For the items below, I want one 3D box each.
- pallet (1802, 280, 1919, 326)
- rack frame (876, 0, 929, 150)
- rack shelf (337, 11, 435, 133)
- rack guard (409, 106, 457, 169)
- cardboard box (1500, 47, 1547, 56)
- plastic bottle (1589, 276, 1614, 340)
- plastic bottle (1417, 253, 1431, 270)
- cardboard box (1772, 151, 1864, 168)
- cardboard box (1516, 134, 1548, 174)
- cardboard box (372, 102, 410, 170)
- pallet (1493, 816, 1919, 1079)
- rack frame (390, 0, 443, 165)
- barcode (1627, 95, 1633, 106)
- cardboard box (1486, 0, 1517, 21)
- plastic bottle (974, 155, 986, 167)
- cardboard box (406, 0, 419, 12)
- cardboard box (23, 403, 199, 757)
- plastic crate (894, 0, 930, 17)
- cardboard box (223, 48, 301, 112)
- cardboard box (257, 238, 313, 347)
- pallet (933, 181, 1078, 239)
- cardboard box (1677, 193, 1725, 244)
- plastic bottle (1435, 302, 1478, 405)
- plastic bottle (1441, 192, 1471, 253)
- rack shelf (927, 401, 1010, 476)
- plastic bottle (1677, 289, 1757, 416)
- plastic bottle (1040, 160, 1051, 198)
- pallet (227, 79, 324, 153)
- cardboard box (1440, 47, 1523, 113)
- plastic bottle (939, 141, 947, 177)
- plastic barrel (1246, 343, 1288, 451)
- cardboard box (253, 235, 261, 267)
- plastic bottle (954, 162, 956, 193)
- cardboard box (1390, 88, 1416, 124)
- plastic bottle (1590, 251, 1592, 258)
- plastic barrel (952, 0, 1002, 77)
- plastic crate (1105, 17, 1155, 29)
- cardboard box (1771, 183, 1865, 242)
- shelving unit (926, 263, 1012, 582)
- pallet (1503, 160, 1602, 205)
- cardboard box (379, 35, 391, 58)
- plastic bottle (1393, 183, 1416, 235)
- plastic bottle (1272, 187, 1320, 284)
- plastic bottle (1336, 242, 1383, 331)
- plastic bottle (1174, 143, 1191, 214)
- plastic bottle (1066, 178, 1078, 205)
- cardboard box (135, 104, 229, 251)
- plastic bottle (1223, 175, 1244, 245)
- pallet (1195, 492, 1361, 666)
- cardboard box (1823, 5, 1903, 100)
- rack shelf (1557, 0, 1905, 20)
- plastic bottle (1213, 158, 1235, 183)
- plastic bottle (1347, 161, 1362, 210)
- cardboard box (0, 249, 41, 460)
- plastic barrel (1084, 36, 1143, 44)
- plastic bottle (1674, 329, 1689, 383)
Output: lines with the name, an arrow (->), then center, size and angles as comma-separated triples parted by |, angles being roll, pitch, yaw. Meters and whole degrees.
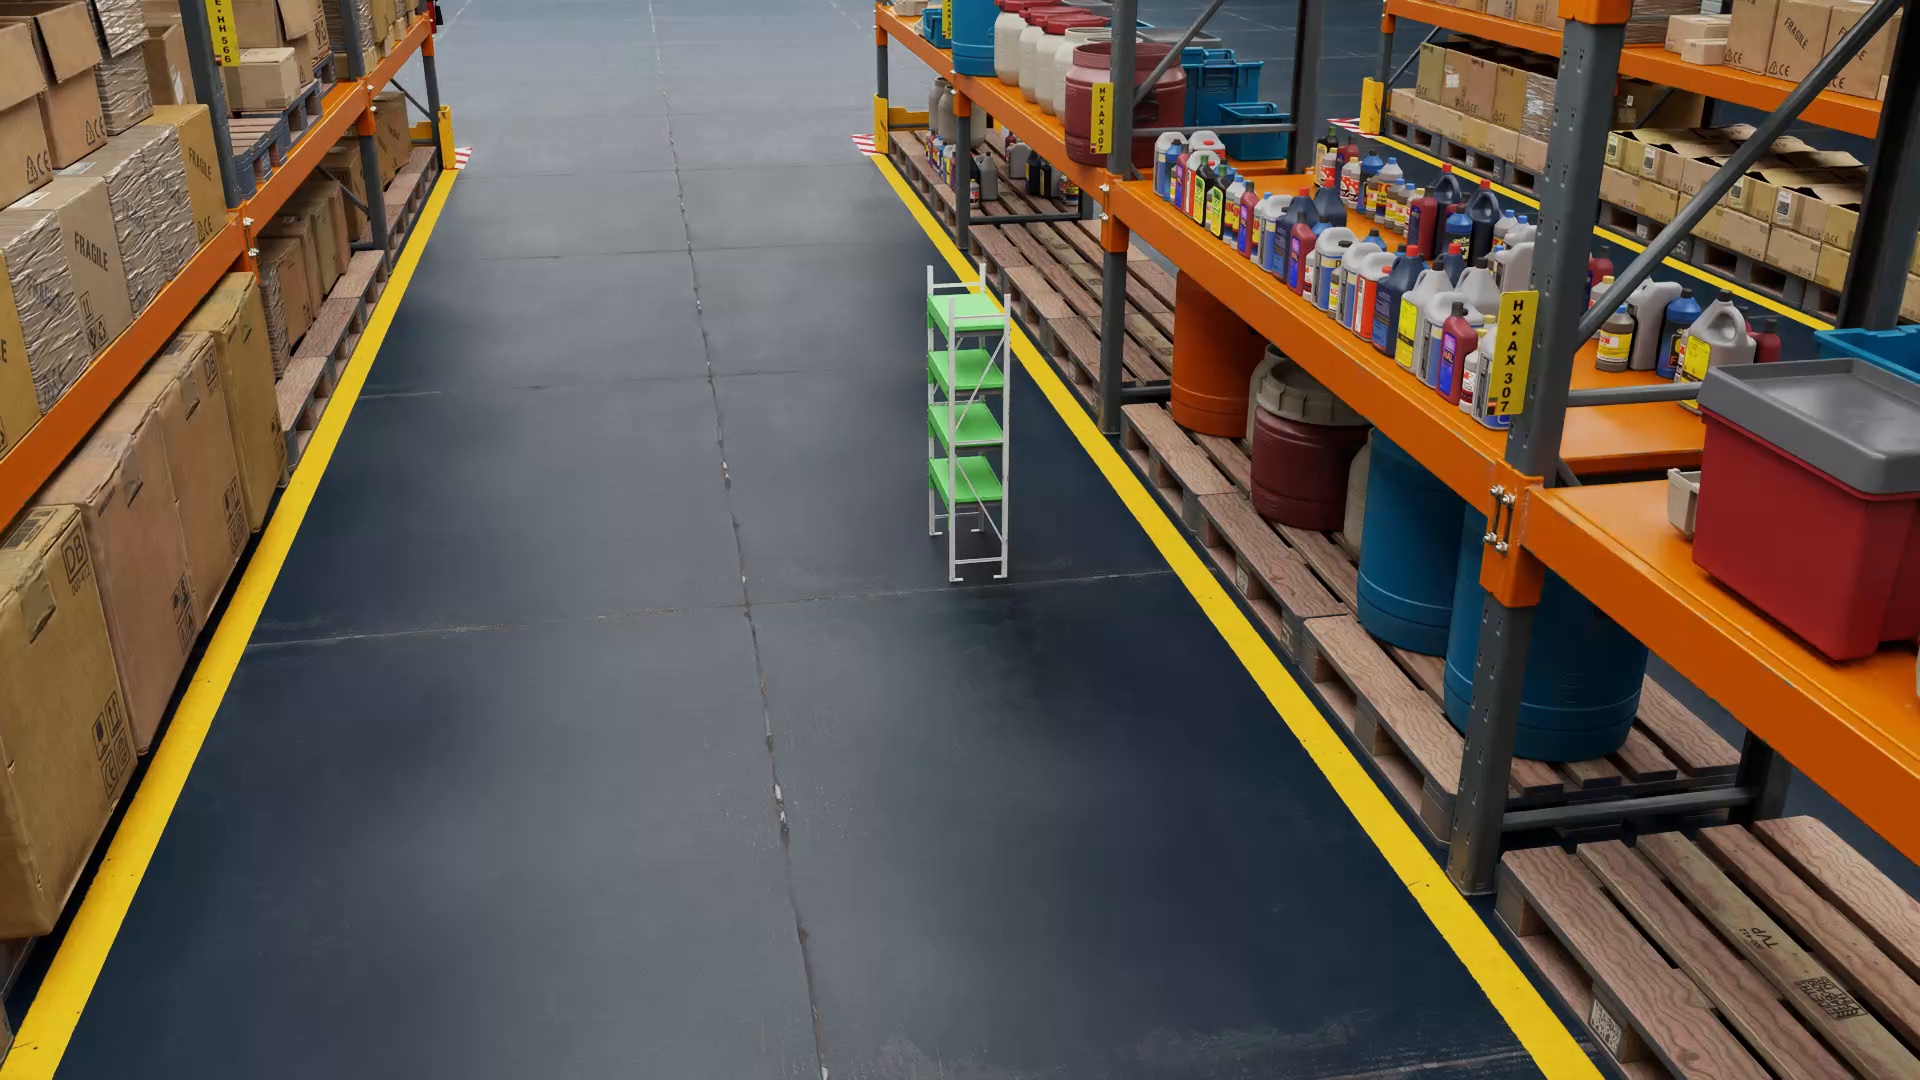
pallet -> 5.965, -1.375, 10.134 | 1.003, 0.211, 1.213 | -4, 24, -10
rack frame -> -0.270, -5.108, 15.197 | 1.000, 3.000, 0.127 | -4, 24, -10
rack shelf -> -4.767, -3.625, 12.700 | 1.077, 0.370, 4.000 | -4, 24, -10
rack guard -> -5.123, -3.566, 14.789 | 1.175, 0.500, 0.348 | -4, 24, -10
cardboard box -> 5.190, -4.168, 15.018 | 0.500, 0.500, 0.500 | -4, 24, -10
plastic bottle -> 2.140, -0.775, 5.525 | 0.097, 0.201, 0.097 | 0, 24, 0
plastic bottle -> 1.517, -0.818, 5.537 | 0.097, 0.271, 0.097 | 0, 24, 0
cardboard box -> 5.888, -2.550, 11.551 | 0.500, 0.311, 0.500 | -4, 24, -10
cardboard box -> 4.955, -3.195, 13.729 | 0.500, 0.250, 0.500 | -4, 24, -10
cardboard box -> -4.894, -3.308, 13.676 | 0.500, 0.500, 0.500 | 2, 24, 4
pallet -> 2.124, 1.177, 4.292 | 1.003, 0.211, 1.213 | -4, 24, -10
rack frame -> -5.137, -4.741, 14.357 | 1.000, 3.000, 0.127 | -4, 24, -10
barcode -> 4.977, -3.264, 12.350 | 0.001, 0.075, 0.075 | -4, 24, -10
cardboard box -> 4.962, -4.725, 14.196 | 0.700, 0.500, 0.500 | -4, 24, -8
plastic bottle -> 0.173, -2.816, 12.803 | 0.152, 0.276, 0.135 | -4, 24, -10
cardboard box -> -4.852, -4.517, 13.348 | 0.875, 0.500, 0.500 | -4, 24, -10
cardboard box -> -3.222, 0.159, 5.269 | 1.225, 0.875, 0.875 | -5, 24, -12
plastic crate -> -0.420, -4.611, 14.389 | 0.298, 0.136, 0.250 | -4, 24, -10
cardboard box -> -3.742, -2.394, 8.647 | 0.500, 0.250, 0.500 | -5, 24, -11
cardboard box -> -4.028, -1.352, 9.172 | 0.700, 0.500, 0.500 | -2, 24, -5
pallet -> 0.387, -2.524, 12.764 | 1.003, 0.211, 1.213 | -4, 24, -10
cardboard box -> 5.362, -2.250, 11.565 | 0.500, 0.250, 0.500 | -5, 24, -11
plastic bottle -> 1.471, -0.553, 4.914 | 0.061, 0.283, 0.133 | -4, 24, -10
plastic bottle -> 1.914, -1.201, 6.397 | 0.061, 0.283, 0.133 | -4, 24, -10
rack shelf -> 0.031, -0.426, 6.886 | 0.258, 0.148, 0.480 | -4, 24, -10
plastic bottle -> 2.195, -0.543, 4.808 | 0.144, 0.351, 0.185 | -4, 24, -10
plastic bottle -> 0.651, -2.766, 12.679 | 0.061, 0.283, 0.133 | -4, 24, -10
pallet -> -4.064, -2.282, 8.967 | 1.003, 0.211, 1.213 | -4, 24, -10
cardboard box -> 4.679, -4.129, 14.930 | 0.500, 0.500, 0.500 | -4, 24, -10
plastic bottle -> -0.121, -3.069, 13.388 | 0.097, 0.271, 0.097 | 0, 24, 0
plastic barrel -> 1.509, -0.607, 7.475 | 0.421, 0.512, 0.421 | 0, 24, 0
cardboard box -> -3.919, -1.463, 8.489 | 0.500, 0.250, 0.500 | -2, 24, -4
plastic bottle -> 0.032, -2.829, 12.740 | 0.144, 0.351, 0.185 | -6, 24, -12
cardboard box -> 4.480, -4.178, 15.978 | 0.500, 0.250, 0.500 | -4, 24, -10
plastic bottle -> 2.067, -0.905, 5.730 | 0.152, 0.276, 0.135 | -4, 24, -10
plastic barrel -> 0.244, -3.590, 11.095 | 0.600, 0.901, 0.708 | -4, 24, -10
plastic crate -> 0.980, -3.116, 10.657 | 0.392, 0.384, 0.575 | -4, 24, -10
cardboard box -> 5.546, -2.106, 10.534 | 0.500, 0.311, 0.500 | -4, 24, -10
shelving unit -> 0.031, -0.485, 6.861 | 0.258, 1.200, 0.503 | -4, 24, -10
pallet -> 5.233, -2.937, 13.712 | 1.003, 0.211, 1.213 | -4, 24, -10
cardboard box -> -4.310, -3.554, 11.953 | 0.380, 0.149, 0.250 | -4, 24, -10
plastic bottle -> 1.858, -1.375, 6.899 | 0.097, 0.201, 0.097 | 0, 24, 0
plastic bottle -> 1.254, -1.136, 6.164 | 0.144, 0.351, 0.185 | -4, 24, -10
plastic bottle -> 1.373, -0.857, 5.619 | 0.152, 0.276, 0.135 | -4, 24, -10
plastic bottle -> 0.988, -1.581, 7.267 | 0.061, 0.283, 0.133 | -4, 24, -10
plastic bottle -> 0.842, -2.643, 12.414 | 0.097, 0.271, 0.097 | 0, 24, 0
cardboard box -> -3.323, -1.464, 6.730 | 0.500, 0.500, 0.500 | -4, 24, -8
plastic bottle -> 1.120, -1.335, 6.719 | 0.097, 0.271, 0.097 | 0, 24, 0
pallet -> 1.619, 0.103, 6.751 | 1.003, 0.211, 1.213 | -4, 24, -10
cardboard box -> 5.752, -3.031, 10.316 | 0.500, 0.500, 0.500 | -6, 24, -13
rack shelf -> 1.580, -2.219, 5.734 | 1.077, 0.370, 4.000 | -4, 24, -10
plastic bottle -> 1.112, -1.483, 7.058 | 0.097, 0.271, 0.097 | 0, 24, 0
plastic bottle -> 1.768, -1.566, 7.337 | 0.097, 0.201, 0.097 | 0, 24, 0
cardboard box -> -2.851, -0.464, 4.439 | 0.500, 0.500, 0.500 | -4, 24, -10
plastic barrel -> 0.810, -2.401, 8.860 | 0.421, 0.512, 0.421 | 0, 24, 0
plastic bottle -> 2.237, -0.569, 5.053 | 0.097, 0.201, 0.097 | 0, 24, 0
